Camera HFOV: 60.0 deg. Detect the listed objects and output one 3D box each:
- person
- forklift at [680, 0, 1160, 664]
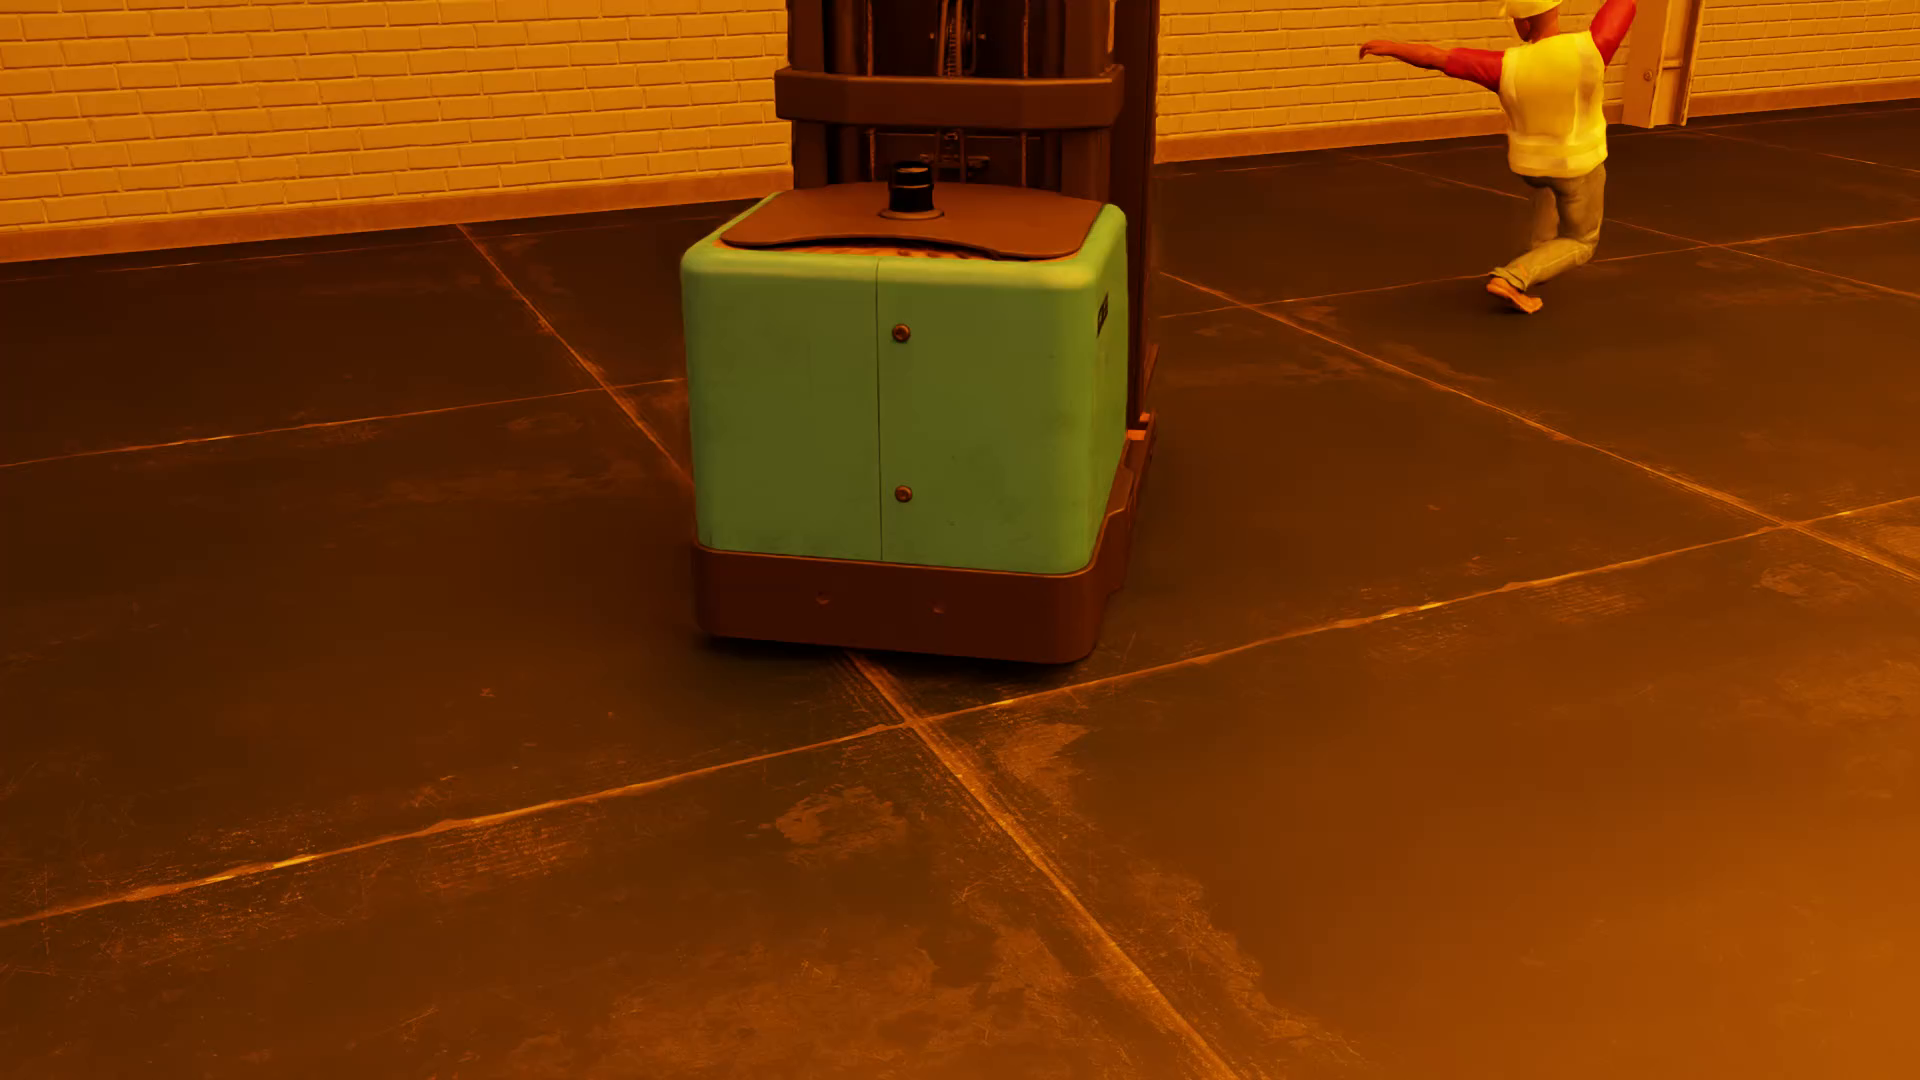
[{"bbox_3d":[2.491,-1.905,7.729,1.128,1.576,0.884,19,29,37],"label":"person"},{"bbox_3d":[0.080,-1.576,5.081,1.130,2.935,3.031,4,23,10],"label":"forklift"}]
